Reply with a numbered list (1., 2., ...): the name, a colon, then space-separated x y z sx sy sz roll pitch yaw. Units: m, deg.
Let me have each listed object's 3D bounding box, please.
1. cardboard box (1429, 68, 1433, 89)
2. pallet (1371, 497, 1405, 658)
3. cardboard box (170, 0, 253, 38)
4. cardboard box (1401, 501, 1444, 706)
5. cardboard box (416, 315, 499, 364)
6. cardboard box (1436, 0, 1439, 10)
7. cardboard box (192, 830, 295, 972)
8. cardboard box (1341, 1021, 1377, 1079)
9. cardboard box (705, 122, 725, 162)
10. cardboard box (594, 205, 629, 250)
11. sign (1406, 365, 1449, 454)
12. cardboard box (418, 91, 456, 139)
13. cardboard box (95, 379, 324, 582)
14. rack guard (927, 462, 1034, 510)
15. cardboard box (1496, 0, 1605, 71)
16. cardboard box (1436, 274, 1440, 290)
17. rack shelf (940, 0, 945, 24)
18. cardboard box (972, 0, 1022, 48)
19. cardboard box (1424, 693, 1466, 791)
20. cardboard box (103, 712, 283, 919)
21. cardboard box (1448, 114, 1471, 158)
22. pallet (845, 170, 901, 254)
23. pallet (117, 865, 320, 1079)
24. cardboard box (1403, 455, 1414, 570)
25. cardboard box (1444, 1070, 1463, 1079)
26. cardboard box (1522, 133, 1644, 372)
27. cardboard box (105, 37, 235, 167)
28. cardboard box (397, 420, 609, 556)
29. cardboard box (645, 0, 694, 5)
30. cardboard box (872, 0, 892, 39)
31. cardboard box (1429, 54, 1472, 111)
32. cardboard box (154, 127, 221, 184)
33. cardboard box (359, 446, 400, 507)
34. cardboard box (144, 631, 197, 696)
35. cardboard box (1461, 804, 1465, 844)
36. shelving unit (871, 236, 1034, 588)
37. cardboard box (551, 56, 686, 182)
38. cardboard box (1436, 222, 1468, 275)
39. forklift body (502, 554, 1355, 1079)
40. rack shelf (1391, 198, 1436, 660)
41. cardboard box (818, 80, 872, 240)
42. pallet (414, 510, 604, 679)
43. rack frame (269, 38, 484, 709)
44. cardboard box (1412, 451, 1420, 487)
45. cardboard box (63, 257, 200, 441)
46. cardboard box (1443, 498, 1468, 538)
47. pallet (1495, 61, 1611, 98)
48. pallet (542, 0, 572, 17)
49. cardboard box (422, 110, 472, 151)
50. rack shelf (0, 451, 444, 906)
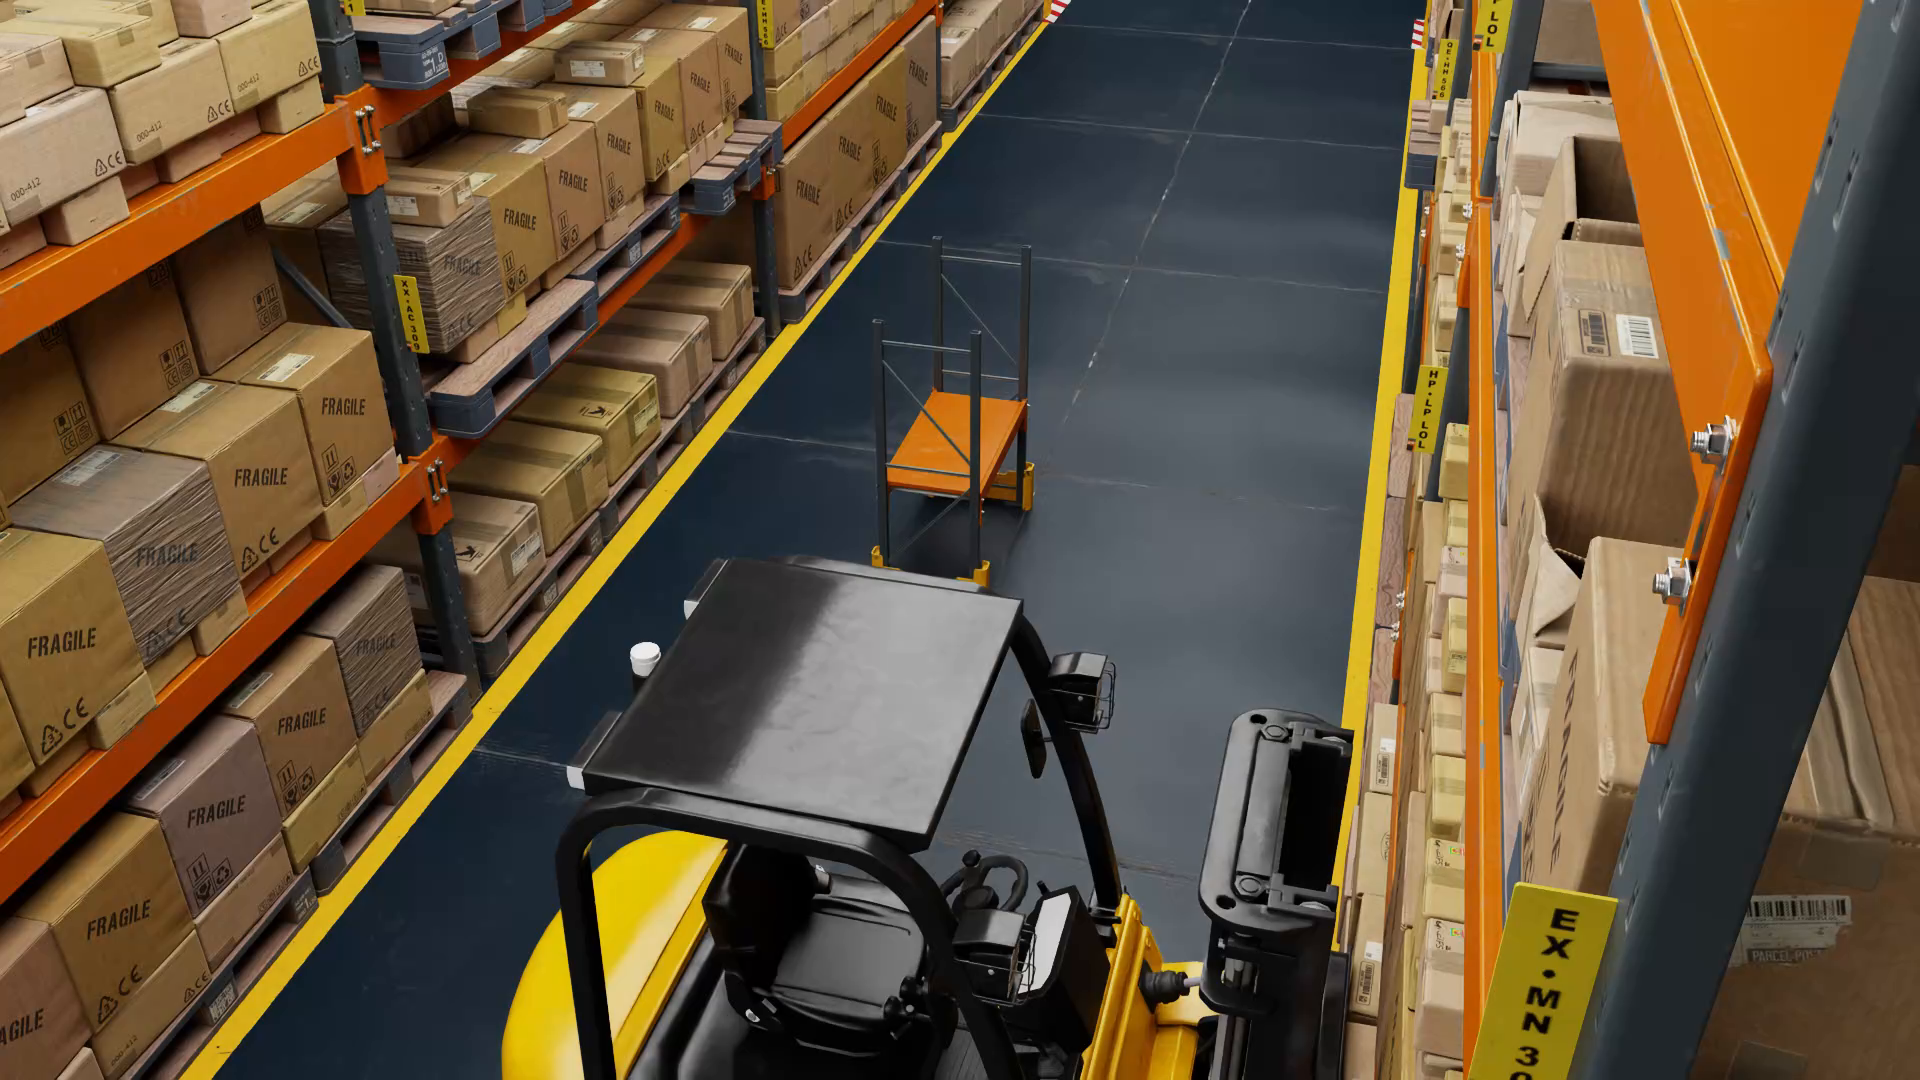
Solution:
1. cardboard box: 4.396 -3.985 14.161 0.700 0.500 0.500 7 33 11
2. pallet: 2.572 0.237 8.180 1.003 0.211 1.213 8 33 12
3. cardboard box: -2.548 -1.748 5.398 0.380 0.149 0.250 7 33 11
4. cardboard box: 1.750 0.236 5.490 0.500 0.500 0.500 7 33 11
5. cardboard box: -2.241 -0.906 7.222 0.380 0.149 0.250 8 33 13
6. cardboard box: 3.807 -4.067 11.867 0.700 0.500 0.500 9 34 14
7. cardboard box: -2.836 1.277 6.117 0.500 0.250 0.500 9 33 13
8. cardboard box: 1.294 1.648 4.602 0.500 0.250 0.500 7 33 11
9. cardboard box: -1.546 -2.250 9.336 0.380 0.149 0.250 8 33 12
10. cardboard box: -1.883 -1.578 8.280 0.380 0.149 0.250 9 34 14
11. sign: 1.588 -0.441 5.642 0.100 0.325 0.005 8 33 12
12. cardboard box: -2.579 -1.985 7.710 0.380 0.149 0.250 7 33 10
13. cardboard box: -2.683 -0.226 5.939 0.500 0.500 0.500 9 34 14
14. rack guard: 0.107 -0.324 9.027 0.587 0.250 0.087 8 33 12
15. cardboard box: 2.064 -1.773 5.546 0.500 0.311 0.500 7 33 11
16. cardboard box: 2.398 -1.146 7.431 0.500 0.250 0.500 8 33 13
17. rack shelf: -0.149 -5.477 15.239 1.077 0.370 4.000 8 33 12
18. cardboard box: 0.064 -5.082 15.945 0.875 0.438 0.875 9 34 14
19. cardboard box: 1.428 0.557 4.380 0.380 0.149 0.250 7 33 11
20. cardboard box: -2.833 0.949 5.935 0.500 0.500 0.500 10 34 15
21. cardboard box: 2.698 -2.045 8.472 0.380 0.149 0.250 9 33 13
22. pallet: -1.087 -2.520 12.517 1.003 0.211 1.213 8 33 12
23. pallet: -3.130 1.574 6.077 1.003 0.211 1.213 8 33 12
24. cardboard box: 2.630 -0.156 8.022 0.875 0.625 0.625 7 33 10
25. cardboard box: 1.153 1.235 3.314 0.380 0.149 0.250 8 33 12
26. cardboard box: 1.519 -0.449 3.284 0.797 0.503 0.637 9 34 14
27. cardboard box: -2.665 -1.391 5.208 0.500 0.250 0.500 7 33 12
28. cardboard box: -2.377 -0.305 8.492 0.950 0.372 0.625 10 34 15
29. cardboard box: -1.793 -3.435 10.332 0.500 0.500 0.500 7 33 11
30. cardboard box: -0.803 -3.888 12.210 0.500 0.250 0.500 7 33 11
31. cardboard box: 3.085 -2.698 9.947 0.500 0.250 0.500 6 33 10
32. cardboard box: -2.662 -1.290 5.422 0.380 0.149 0.250 8 33 13
33. cardboard box: -2.473 -0.277 6.623 0.380 0.149 0.250 8 33 12
34. cardboard box: -2.822 0.380 5.591 0.380 0.149 0.250 7 33 12
35. cardboard box: 1.371 0.706 3.869 0.380 0.149 0.250 8 33 13
36. shelving unit: -0.019 -0.593 8.285 0.587 1.500 1.083 8 33 12
37. cardboard box: -1.765 -2.206 8.662 0.500 0.500 0.500 6 33 9
38. cardboard box: 2.275 -1.256 7.231 0.380 0.149 0.250 7 33 11
39. forklift body: -0.183 1.285 4.725 2.313 2.155 1.214 8 33 12
40. rack shelf: 2.623 -0.651 7.649 1.077 0.370 4.000 8 33 12
41. cardboard box: -1.185 -2.757 11.879 0.875 0.875 0.875 8 33 13
42. pallet: -2.490 0.182 8.267 1.003 0.211 1.213 8 33 12
43. rack frame: -2.687 -0.591 6.883 1.000 3.000 0.127 8 33 12
44. cardboard box: 2.113 -0.412 6.743 0.500 0.250 0.500 8 33 12
45. cardboard box: -3.159 -0.720 5.784 0.700 0.500 0.500 8 33 13
46. cardboard box: 1.780 -0.103 5.419 0.380 0.149 0.250 8 33 12
47. pallet: 2.327 -1.562 5.793 0.805 0.209 1.217 7 33 10
48. pallet: -2.167 -2.622 7.457 1.213 0.211 1.003 8 33 12
49. cardboard box: -2.530 -1.731 7.915 0.500 0.500 0.500 9 34 14
50. rack shelf: -3.194 0.751 5.444 1.077 0.370 4.000 8 33 12
